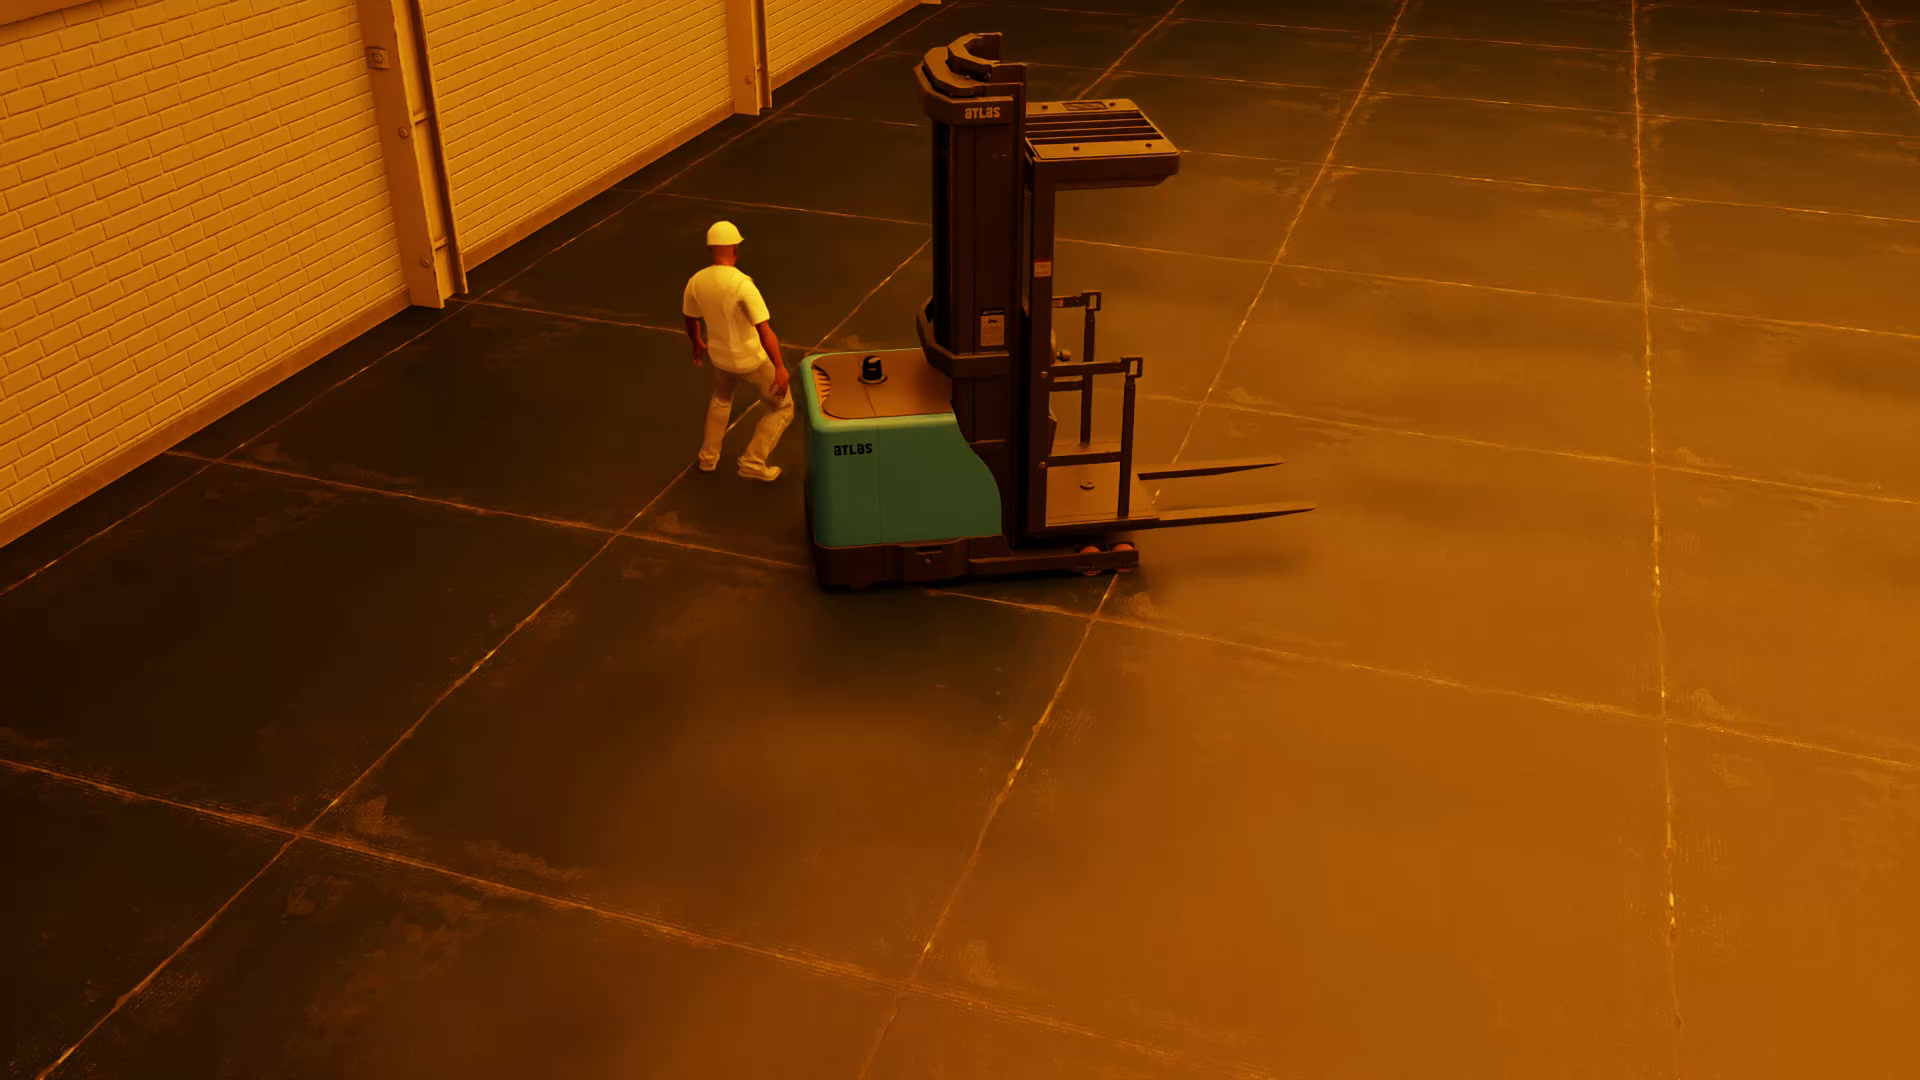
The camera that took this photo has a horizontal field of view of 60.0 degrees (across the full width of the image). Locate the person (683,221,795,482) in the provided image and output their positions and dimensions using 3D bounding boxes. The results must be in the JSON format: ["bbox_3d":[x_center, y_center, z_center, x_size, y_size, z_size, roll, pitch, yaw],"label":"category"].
[{"bbox_3d":[-1.379,-1.167,10.457,0.945,1.678,0.493,22,36,33],"label":"person"}]

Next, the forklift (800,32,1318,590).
[{"bbox_3d":[0.603,-1.321,9.453,3.031,2.935,1.130,-5,30,-8],"label":"forklift"}]
